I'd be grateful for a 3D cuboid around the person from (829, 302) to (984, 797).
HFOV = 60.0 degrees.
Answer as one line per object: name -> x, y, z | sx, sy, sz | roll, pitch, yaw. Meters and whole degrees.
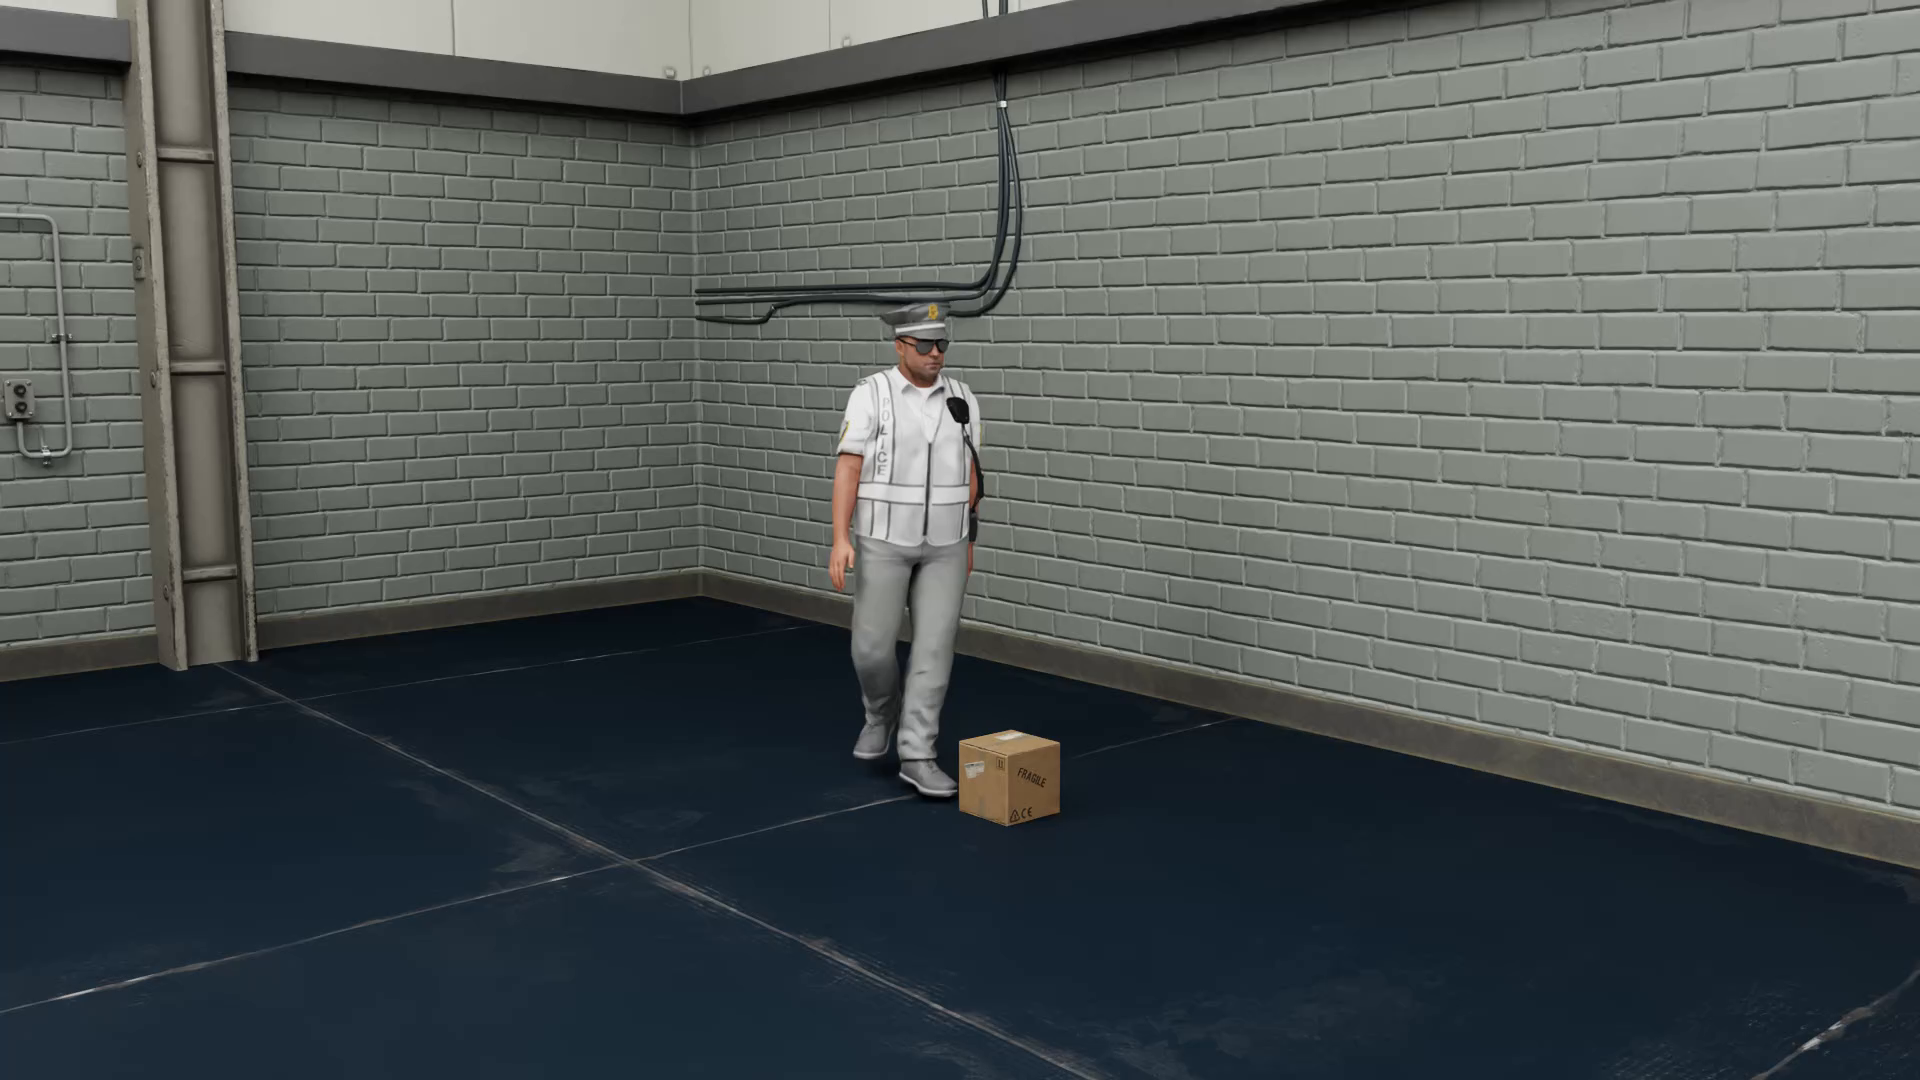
person -> -0.190, 0.017, 6.034 | 0.608, 1.744, 0.662 | -2, 8, -16
